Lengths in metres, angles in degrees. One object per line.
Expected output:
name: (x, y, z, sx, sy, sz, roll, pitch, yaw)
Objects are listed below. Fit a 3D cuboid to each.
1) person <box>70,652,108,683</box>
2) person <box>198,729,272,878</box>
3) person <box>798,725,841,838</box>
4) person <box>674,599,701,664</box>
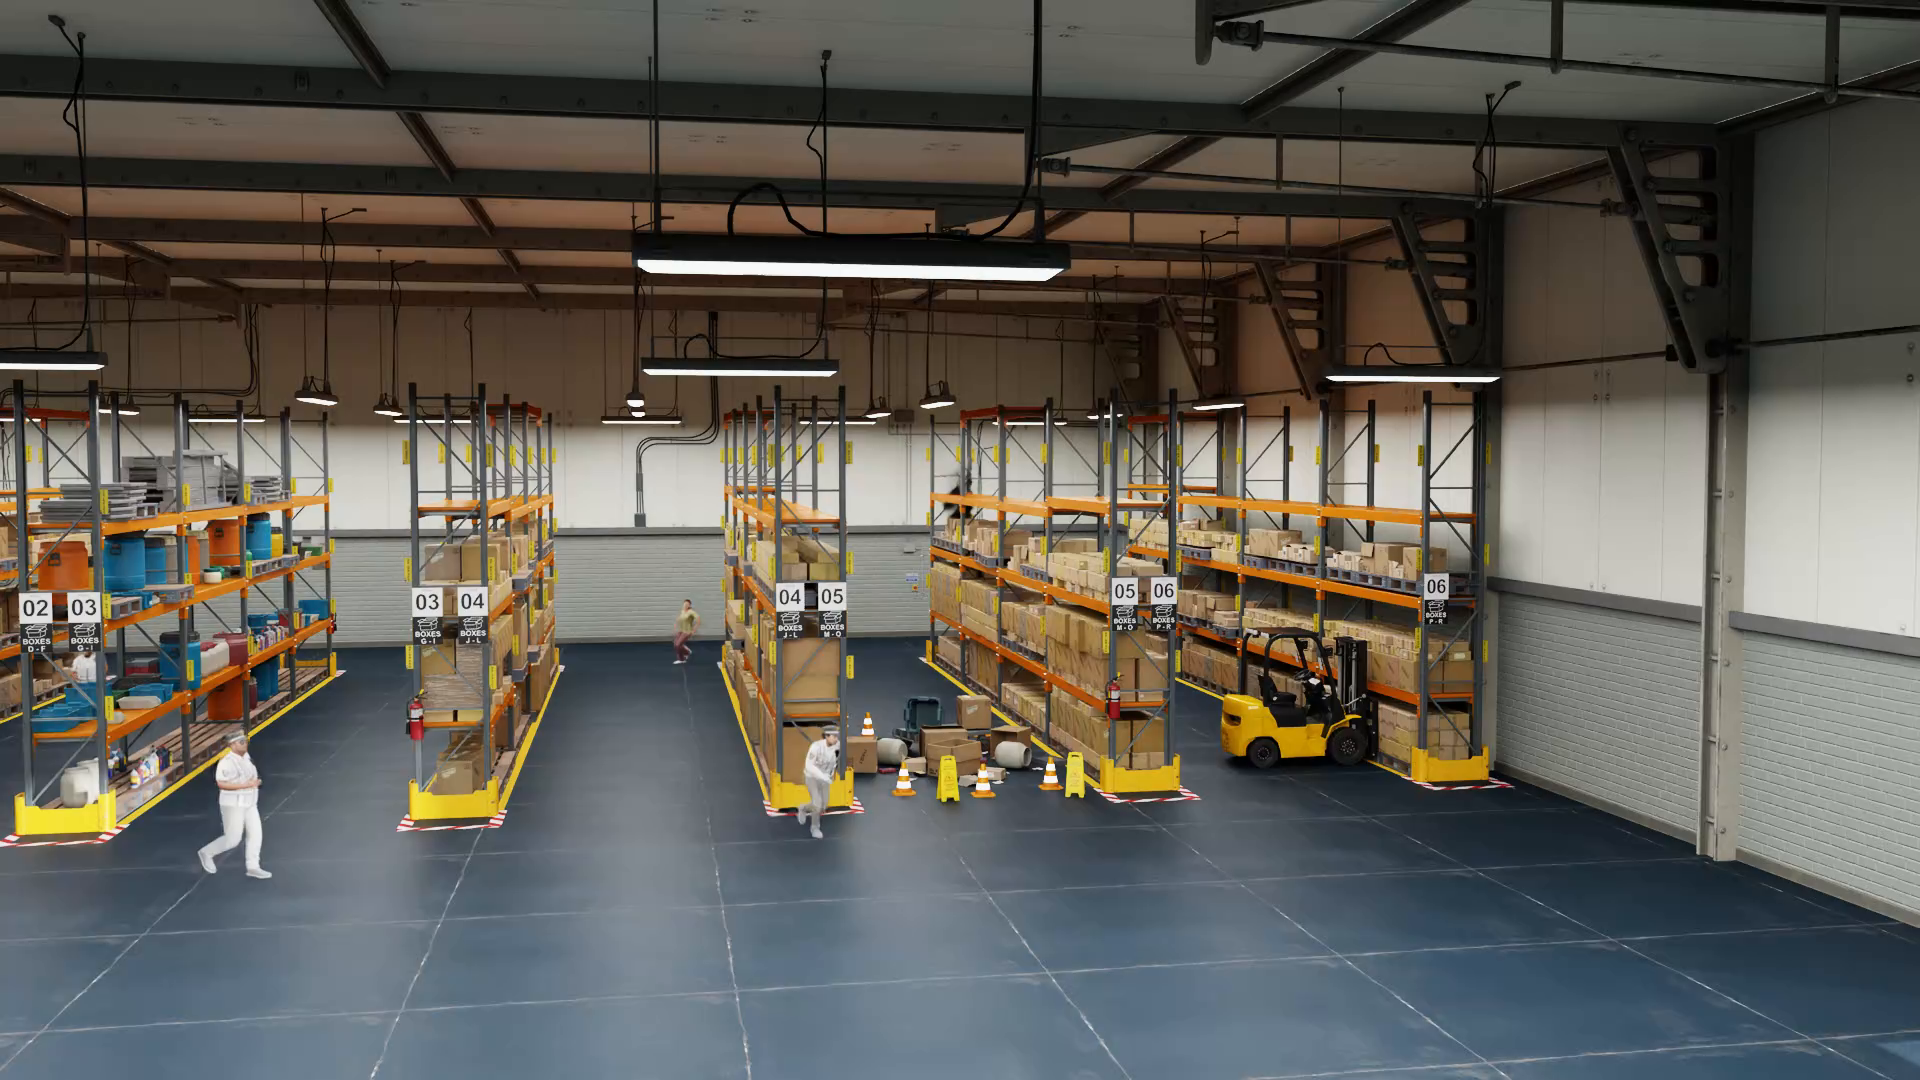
person: (-15.750, 2.669, 30.068, 0.607, 1.667, 0.841, -1, 3, -23)
person: (-8.565, 3.111, 19.655, 0.879, 1.761, 0.678, 1, 3, 10)
person: (-1.838, 3.153, 21.871, 0.626, 1.525, 0.822, -3, 4, -42)
person: (-6.597, 2.205, 39.912, 0.707, 1.581, 0.529, 2, 4, 37)
